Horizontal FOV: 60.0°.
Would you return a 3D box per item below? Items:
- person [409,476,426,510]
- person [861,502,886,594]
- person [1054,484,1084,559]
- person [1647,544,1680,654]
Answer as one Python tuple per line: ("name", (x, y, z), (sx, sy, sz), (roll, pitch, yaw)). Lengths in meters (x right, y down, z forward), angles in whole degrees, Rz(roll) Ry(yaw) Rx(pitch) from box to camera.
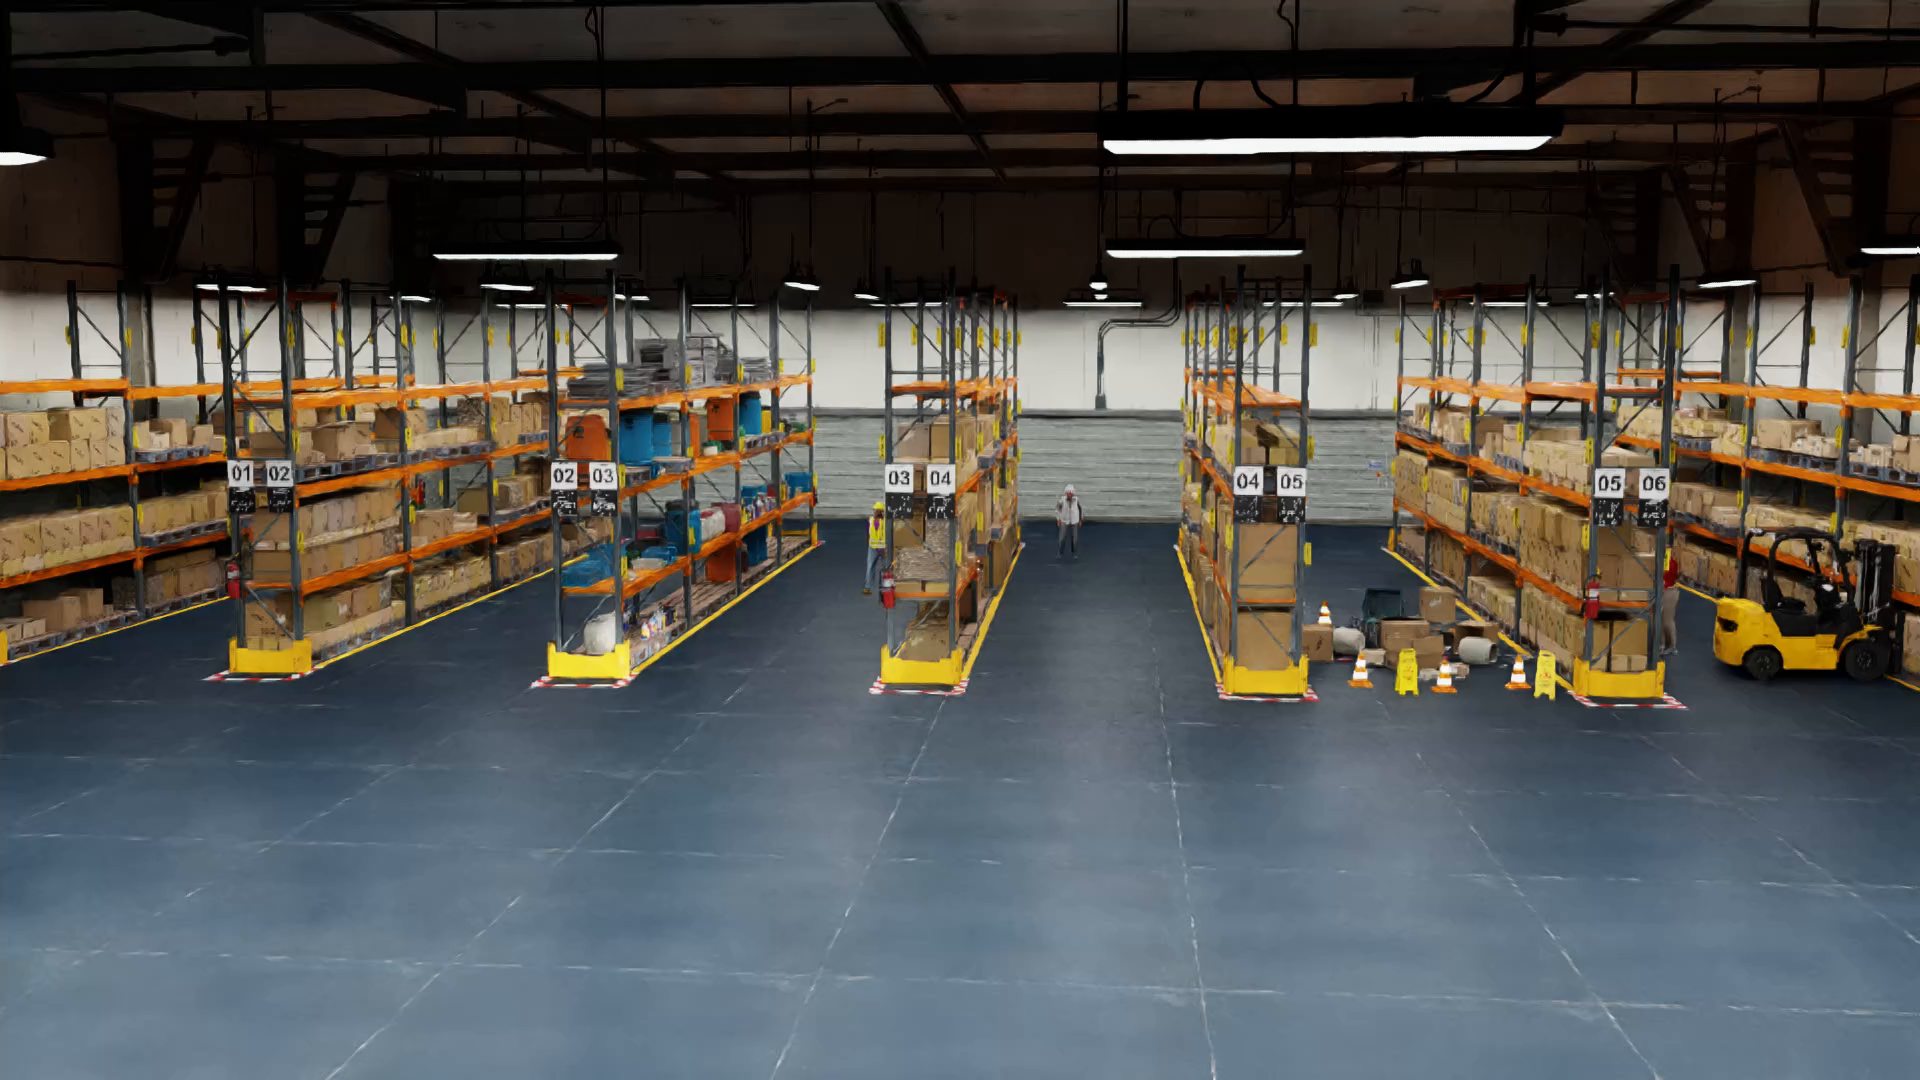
("person", (-13.868, -1.049, 42.438), (0.529, 1.785, 0.710), (6, 9, 40))
("person", (-1.485, 0.135, 30.769), (0.570, 1.707, 1.038), (2, 7, 14))
("person", (2.475, -0.412, 37.617), (0.677, 1.726, 0.574), (0, 7, 3))
("person", (11.213, 0.916, 26.530), (0.585, 1.723, 0.654), (5, 9, 37))
